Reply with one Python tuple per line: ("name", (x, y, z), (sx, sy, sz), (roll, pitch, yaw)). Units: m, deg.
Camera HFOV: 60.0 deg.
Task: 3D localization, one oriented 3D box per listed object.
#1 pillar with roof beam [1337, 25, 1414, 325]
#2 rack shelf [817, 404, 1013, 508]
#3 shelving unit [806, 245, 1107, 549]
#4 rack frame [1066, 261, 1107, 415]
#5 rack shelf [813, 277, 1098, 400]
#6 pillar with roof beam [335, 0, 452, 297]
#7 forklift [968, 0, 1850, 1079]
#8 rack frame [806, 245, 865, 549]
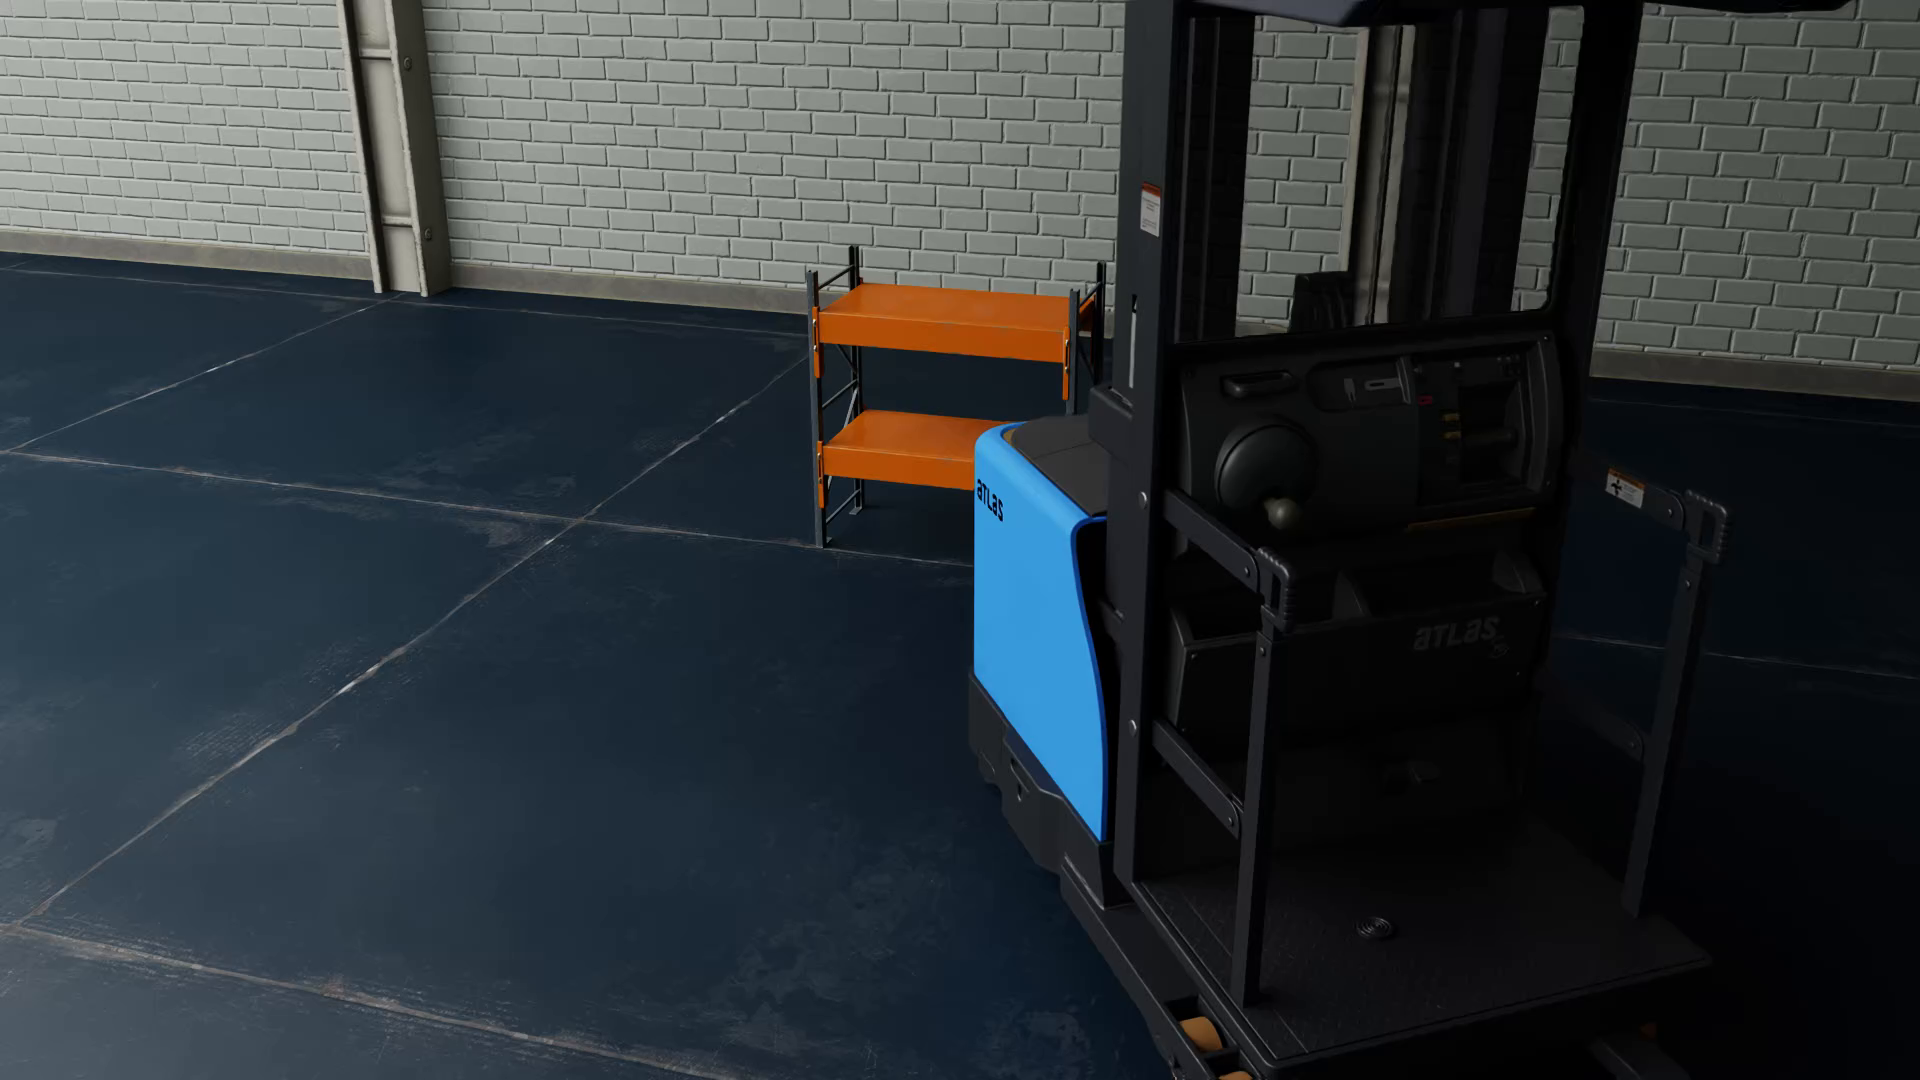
("pillar with roof beam", (0.990, -3.559, 3.589), (0.400, 9.000, 9.100), (7, 23, 16))
("rack shelf", (-0.006, -0.295, 6.651), (1.000, 0.278, 0.538), (7, 23, 16))
("shelving unit", (-0.006, -0.521, 6.558), (1.048, 1.125, 0.538), (7, 23, 16))
("rack frame", (0.480, -0.465, 6.422), (0.032, 1.125, 0.500), (7, 23, 16))
("rack shelf", (-0.006, -0.792, 6.447), (1.000, 0.278, 0.538), (7, 23, 16))
("pillar with roof beam", (-4.754, -4.217, 5.193), (0.400, 9.000, 9.100), (7, 23, 16))
("forklift", (0.977, -0.217, 3.438), (1.130, 2.935, 3.031), (-7, 23, -17))
("rack frame", (-0.493, -0.577, 6.694), (0.032, 1.125, 0.500), (7, 23, 16))
